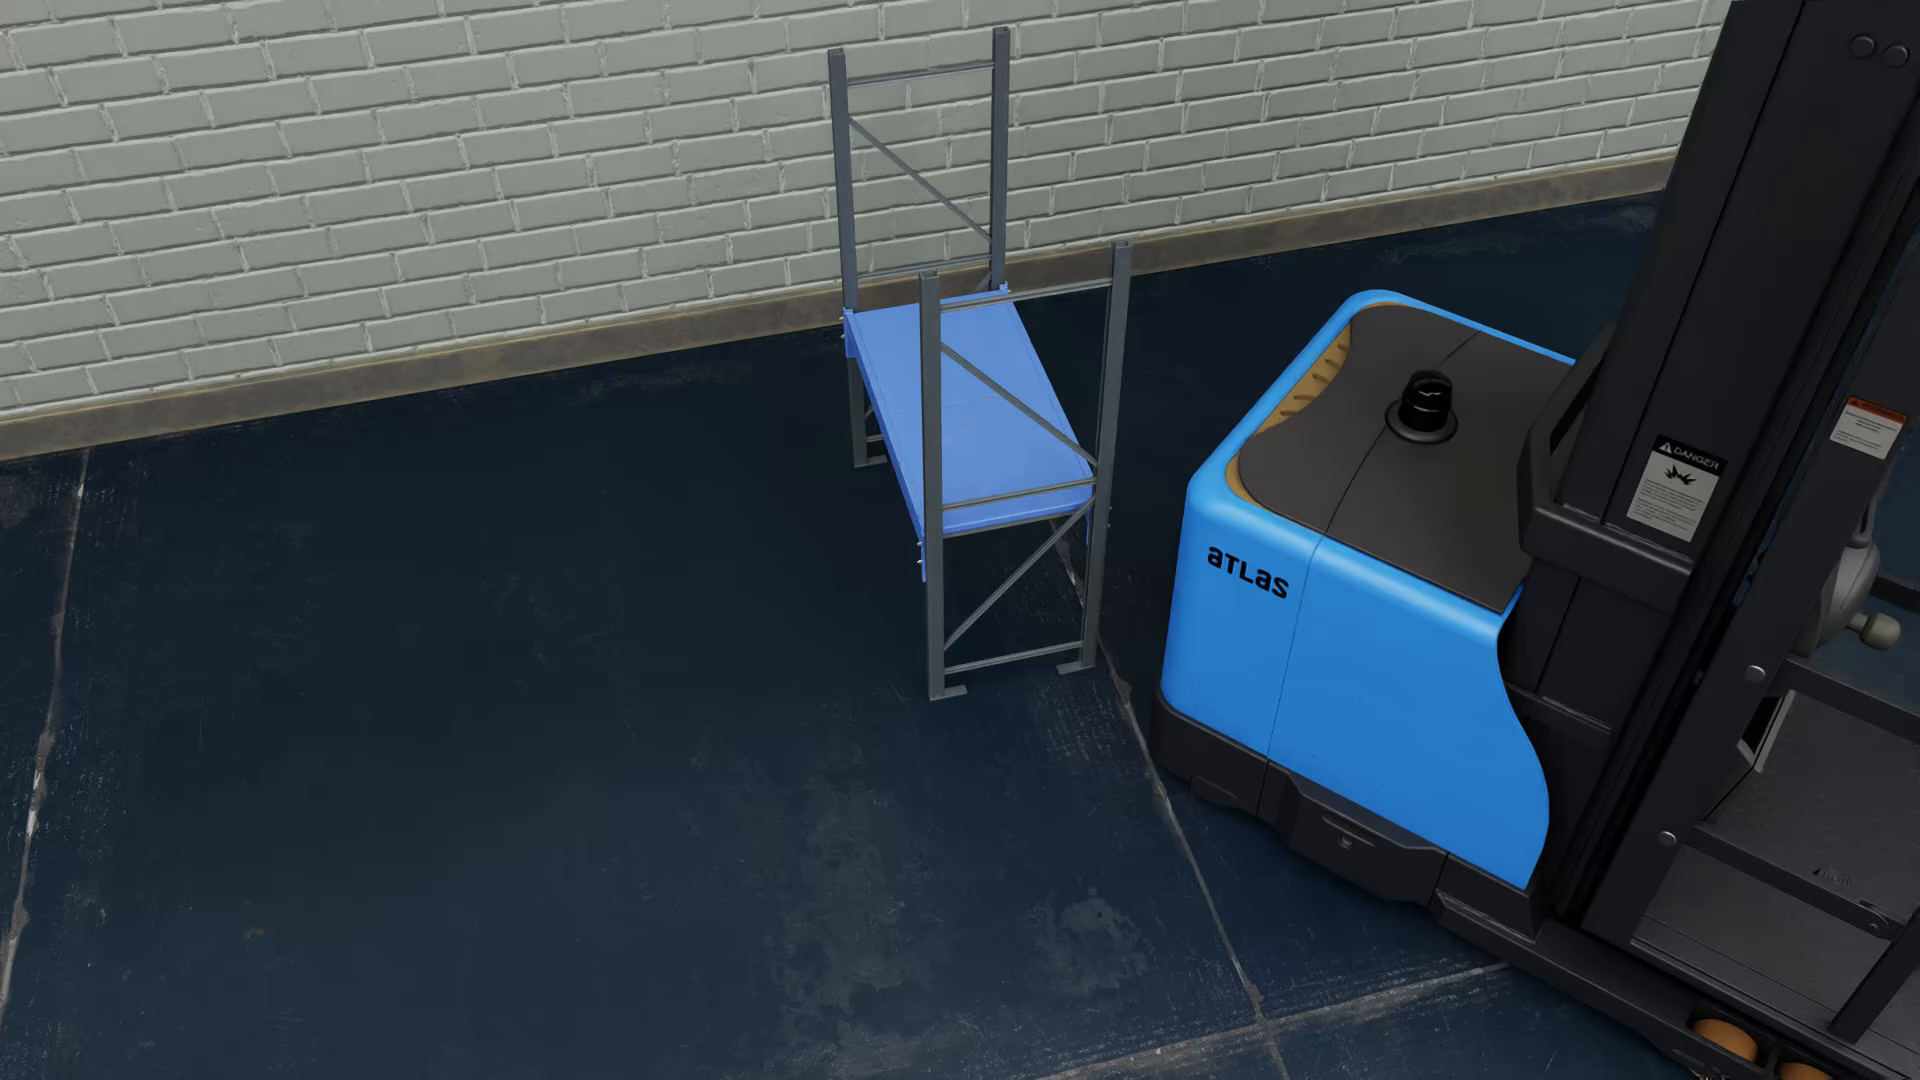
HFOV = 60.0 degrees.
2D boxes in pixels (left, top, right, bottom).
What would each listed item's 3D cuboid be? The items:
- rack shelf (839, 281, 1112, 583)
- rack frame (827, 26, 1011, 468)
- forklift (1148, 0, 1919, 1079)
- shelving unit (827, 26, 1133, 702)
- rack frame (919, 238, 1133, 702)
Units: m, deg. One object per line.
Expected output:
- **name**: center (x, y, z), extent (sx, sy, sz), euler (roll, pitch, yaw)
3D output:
- **rack shelf**: center (0.022, -0.340, 4.785), extent (0.538, 0.185, 1.000), euler (-11, 47, -10)
- **rack frame**: center (-0.108, -0.817, 5.001), extent (0.500, 1.500, 0.032), euler (-11, 47, -10)
- **forklift**: center (2.019, -0.080, 3.277), extent (3.031, 2.935, 1.130), euler (27, 51, 24)
- **shelving unit**: center (0.022, -0.466, 4.657), extent (0.538, 1.500, 1.048), euler (-11, 47, -10)
- **rack frame**: center (0.152, -0.115, 4.313), extent (0.500, 1.500, 0.032), euler (-11, 47, -10)
